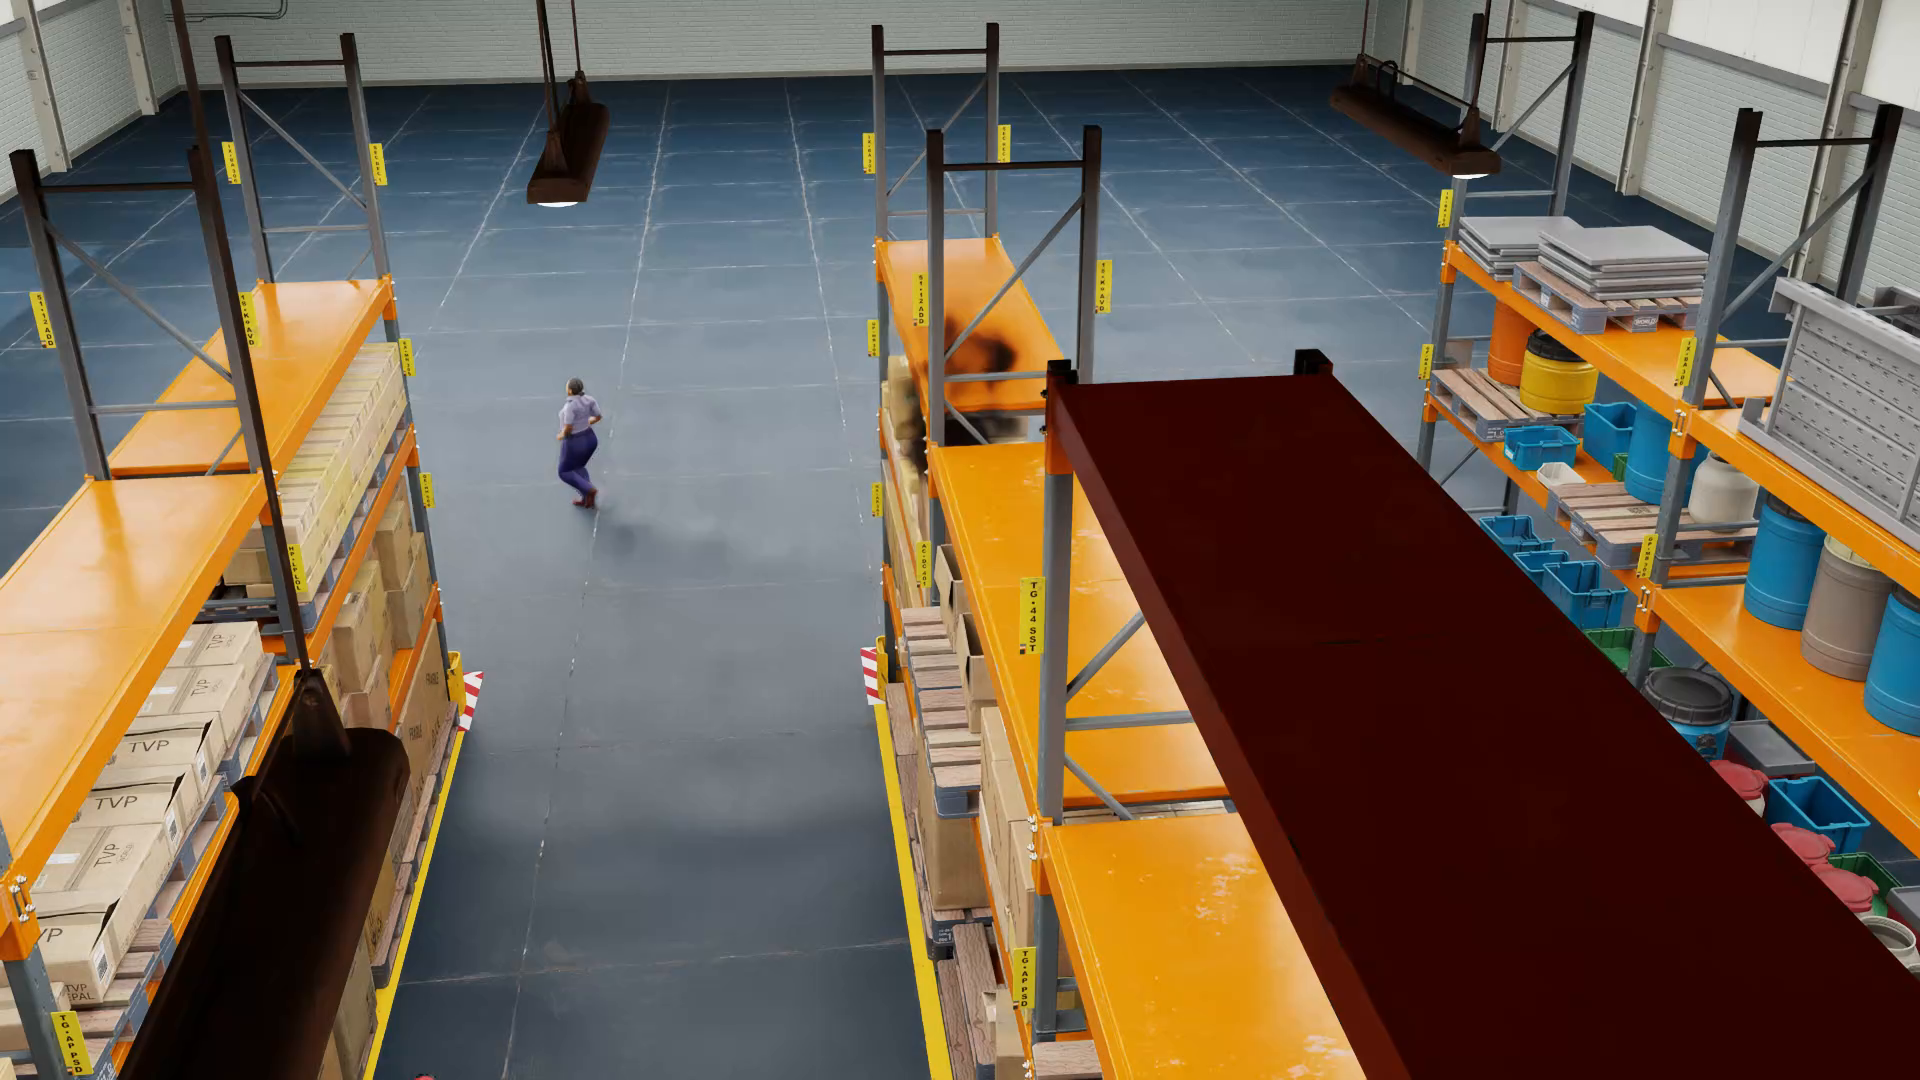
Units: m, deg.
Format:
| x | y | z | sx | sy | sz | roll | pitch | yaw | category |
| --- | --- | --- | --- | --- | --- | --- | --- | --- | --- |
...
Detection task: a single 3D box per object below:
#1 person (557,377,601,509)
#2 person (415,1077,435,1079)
| x | y | z | sx | sy | sz | roll | pitch | yaw | category |
| --- | --- | --- | --- | --- | --- | --- | --- | --- | --- |
| -4.337 | -1.103 | 18.968 | 0.575 | 1.596 | 0.604 | 15 | 29 | 28 | person |
| -2.769 | 3.559 | 8.958 | 0.639 | 1.741 | 0.645 | -7 | 26 | -14 | person |
